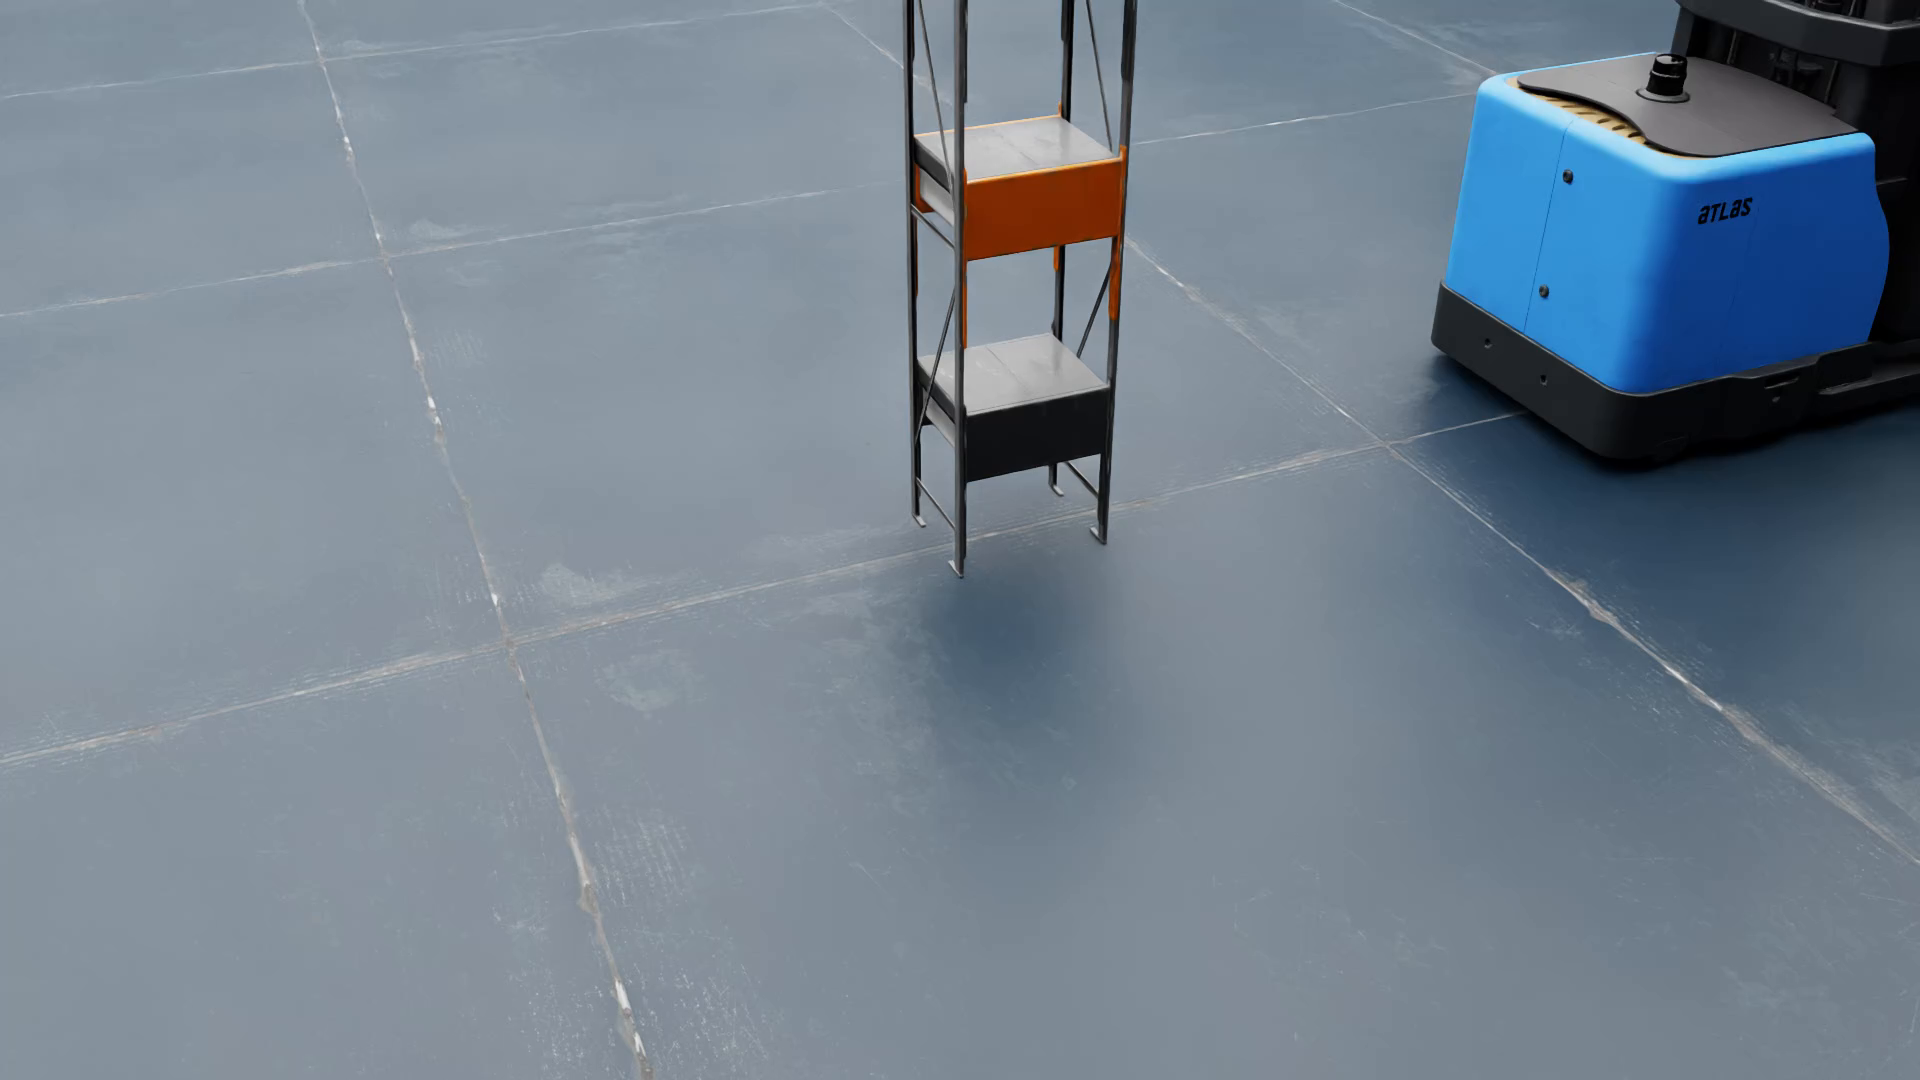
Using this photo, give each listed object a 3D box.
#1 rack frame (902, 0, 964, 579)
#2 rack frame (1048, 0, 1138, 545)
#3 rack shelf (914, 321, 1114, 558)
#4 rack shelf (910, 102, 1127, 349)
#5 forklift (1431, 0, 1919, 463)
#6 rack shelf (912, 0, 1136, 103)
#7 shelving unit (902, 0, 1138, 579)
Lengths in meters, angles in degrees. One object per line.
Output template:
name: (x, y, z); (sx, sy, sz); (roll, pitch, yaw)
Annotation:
rack frame: (-0.072, -0.864, 4.652); (0.015, 2.100, 0.400); (-13, 35, -19)
rack frame: (0.378, -0.967, 4.810); (0.015, 2.100, 0.400); (-13, 35, -19)
rack shelf: (0.153, -0.317, 5.120); (0.480, 0.518, 0.431); (-13, 35, -19)
rack shelf: (0.153, -0.904, 4.738); (0.480, 0.518, 0.431); (-13, 35, -19)
forklift: (3.341, -2.003, 5.641); (3.031, 2.935, 1.130); (-13, 35, -19)
rack shelf: (0.153, -1.490, 4.357); (0.480, 0.518, 0.431); (-13, 35, -19)
shelving unit: (0.153, -0.915, 4.731); (0.503, 2.100, 0.431); (-13, 35, -19)
